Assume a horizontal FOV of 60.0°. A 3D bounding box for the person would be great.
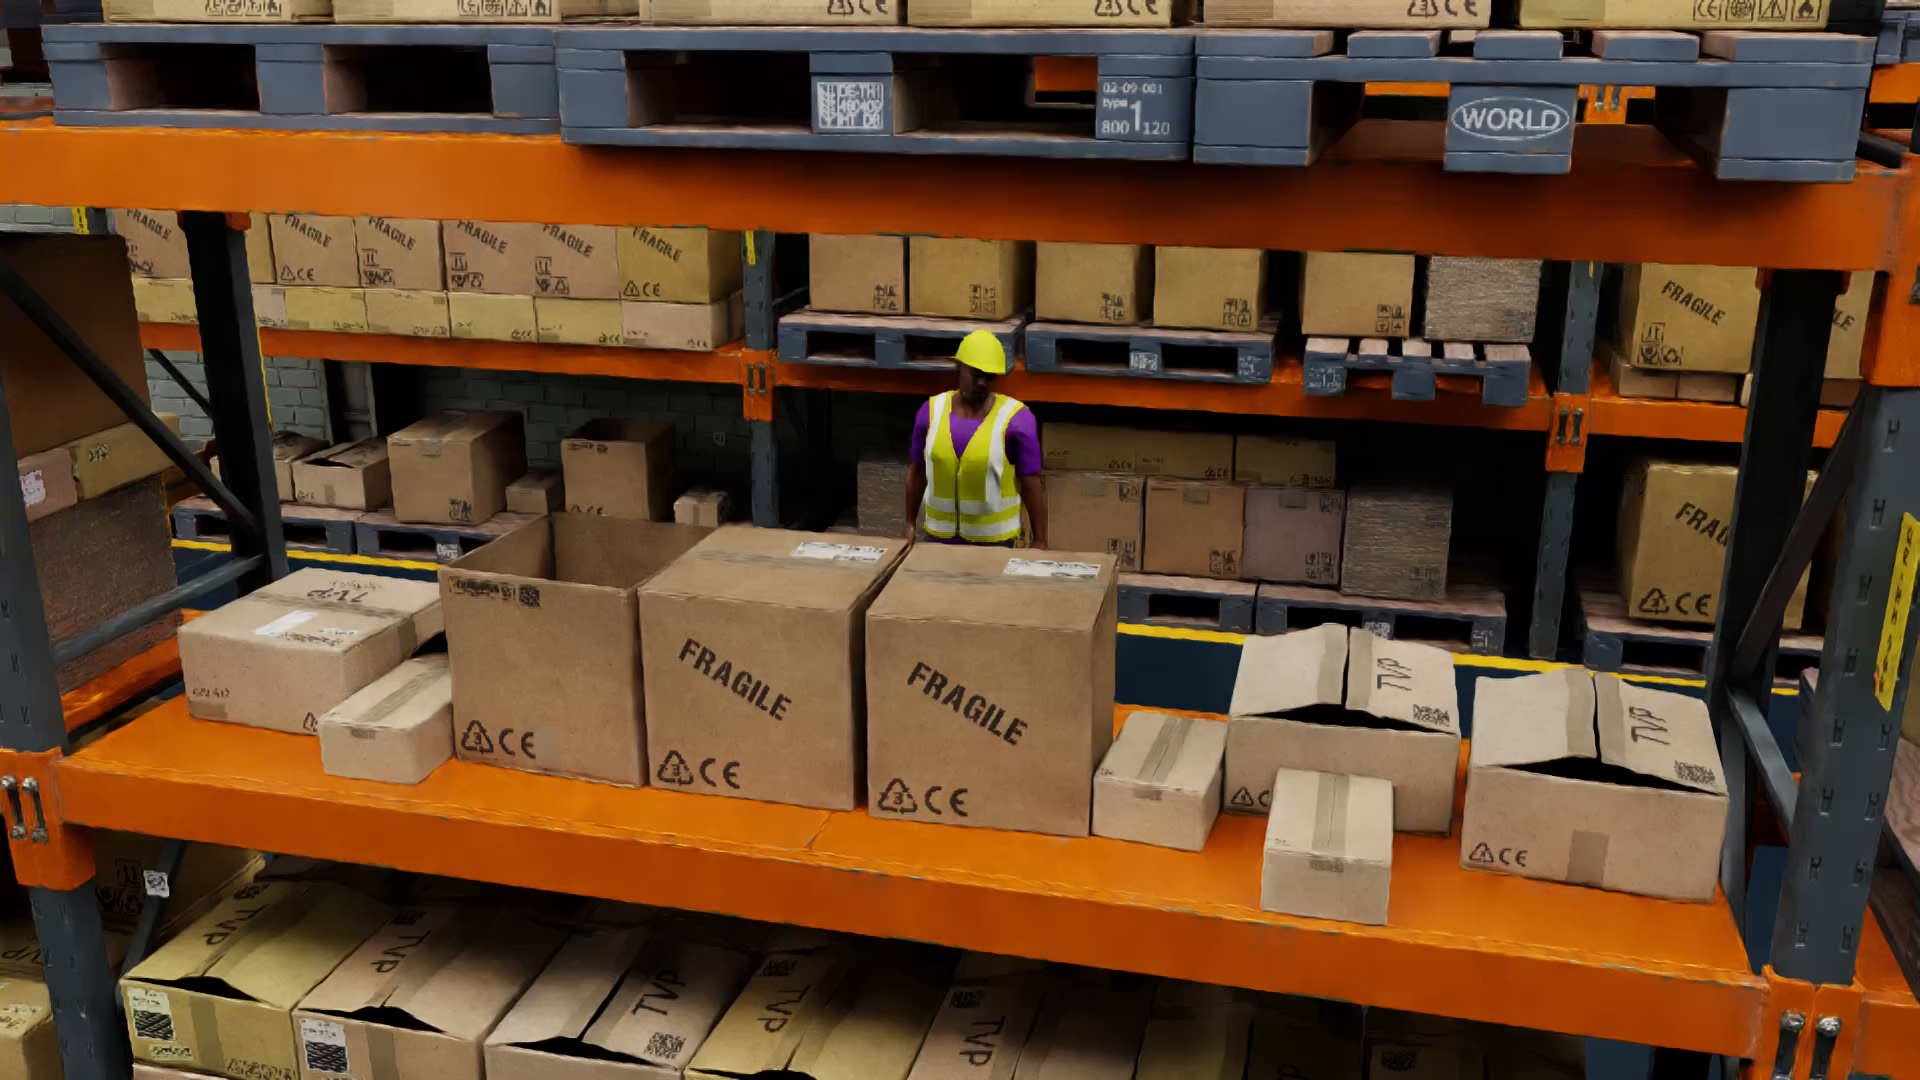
[{"bbox_3d":[0.056,-0.034,7.145,0.745,1.762,0.599,8,20,24],"label":"person"}]
